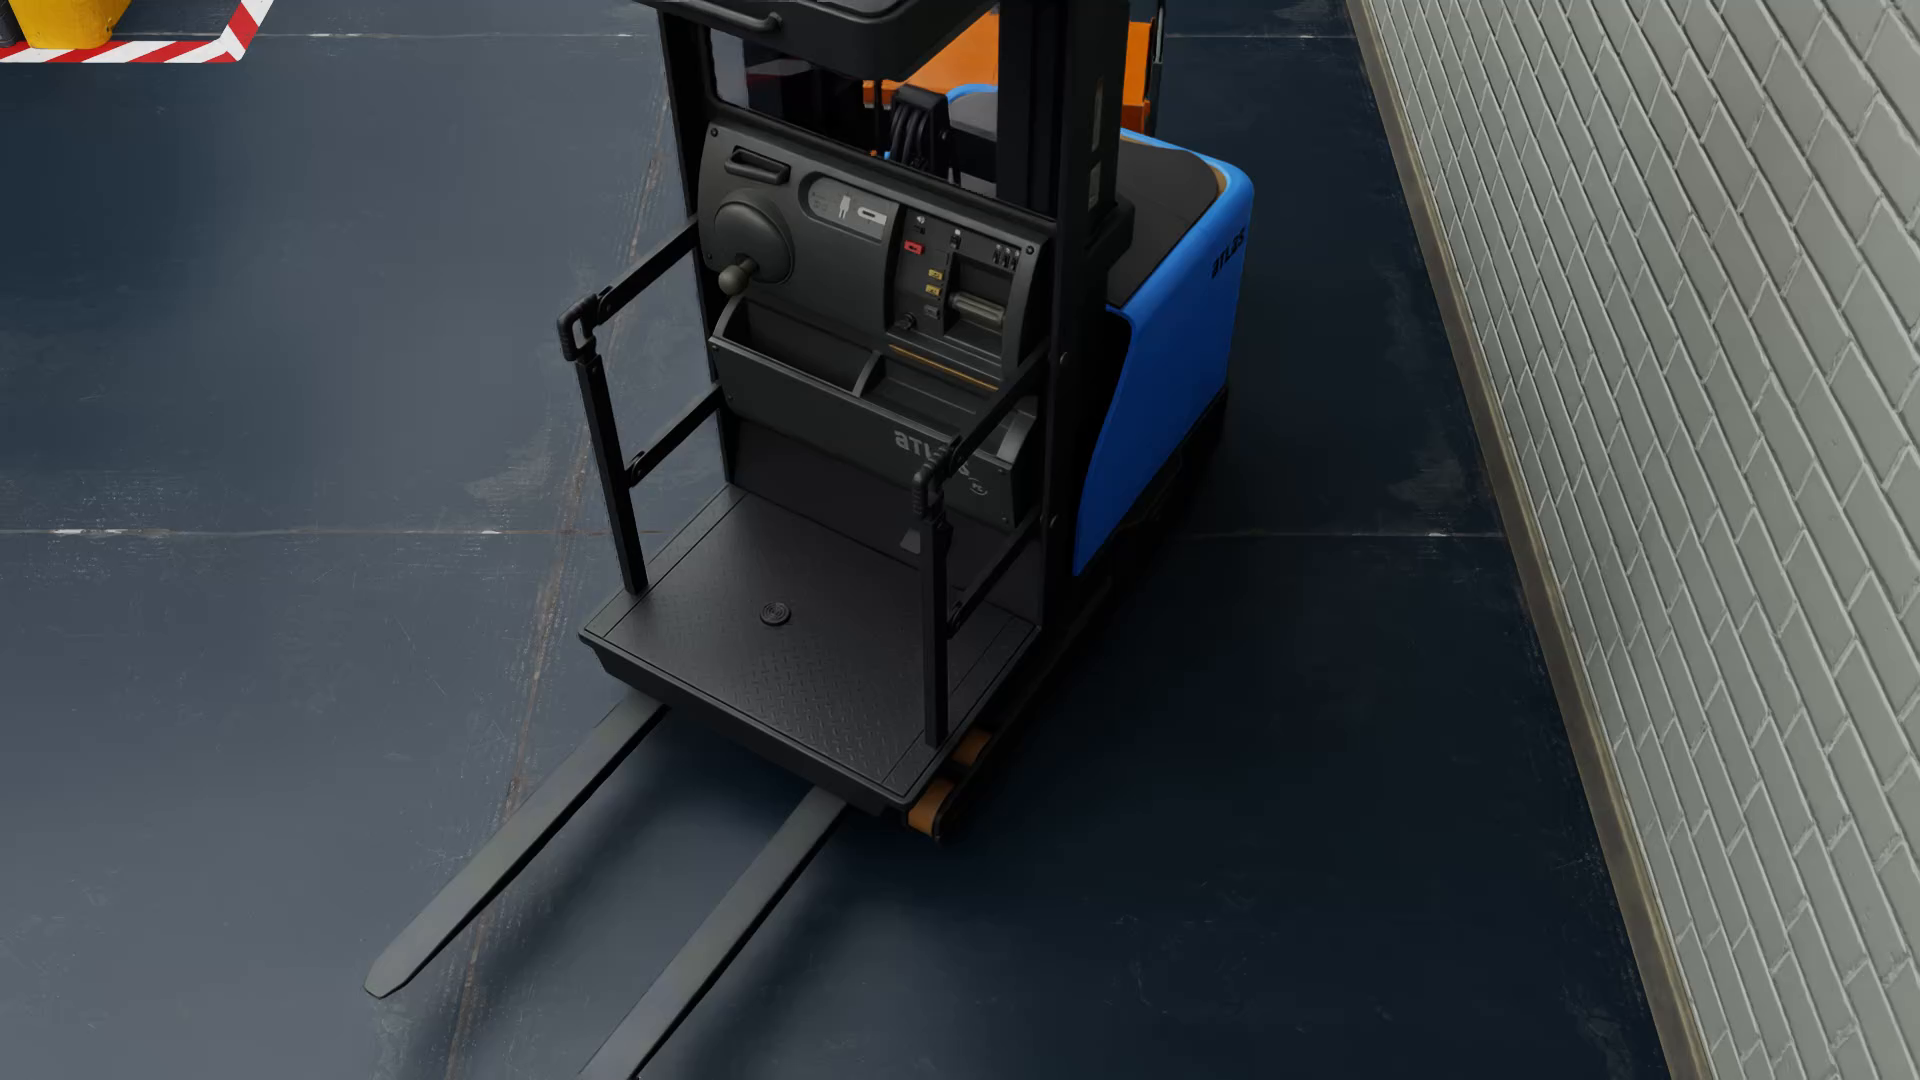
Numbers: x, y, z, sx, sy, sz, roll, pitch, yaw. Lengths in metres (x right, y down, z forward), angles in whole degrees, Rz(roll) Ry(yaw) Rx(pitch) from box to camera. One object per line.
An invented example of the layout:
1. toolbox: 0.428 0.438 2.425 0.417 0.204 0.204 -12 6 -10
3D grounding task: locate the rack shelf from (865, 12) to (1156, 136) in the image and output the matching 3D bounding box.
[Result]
1. rack shelf: 0.127 -1.494 5.472 1.000 0.278 0.538 5 47 5

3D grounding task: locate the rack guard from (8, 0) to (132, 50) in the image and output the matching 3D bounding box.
1. rack guard: -3.902 -2.735 7.454 0.348 0.500 1.175 0 47 0

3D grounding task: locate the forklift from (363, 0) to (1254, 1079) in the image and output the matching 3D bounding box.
1. forklift: -0.342 -0.596 3.802 1.130 2.935 3.031 24 52 21

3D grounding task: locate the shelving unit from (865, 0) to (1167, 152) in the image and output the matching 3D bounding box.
1. shelving unit: 0.127 -1.295 5.686 1.048 1.125 0.538 5 47 5

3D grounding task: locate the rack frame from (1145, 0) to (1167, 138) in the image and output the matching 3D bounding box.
1. rack frame: 0.632 -1.248 5.643 0.032 1.125 0.500 5 47 5

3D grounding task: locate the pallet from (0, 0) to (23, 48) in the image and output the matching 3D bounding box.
1. pallet: -4.726 -2.581 7.508 1.213 0.211 1.003 0 47 0

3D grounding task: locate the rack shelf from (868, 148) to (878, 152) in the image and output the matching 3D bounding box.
1. rack shelf: 0.127 -1.128 5.865 1.000 0.278 0.538 5 47 5
